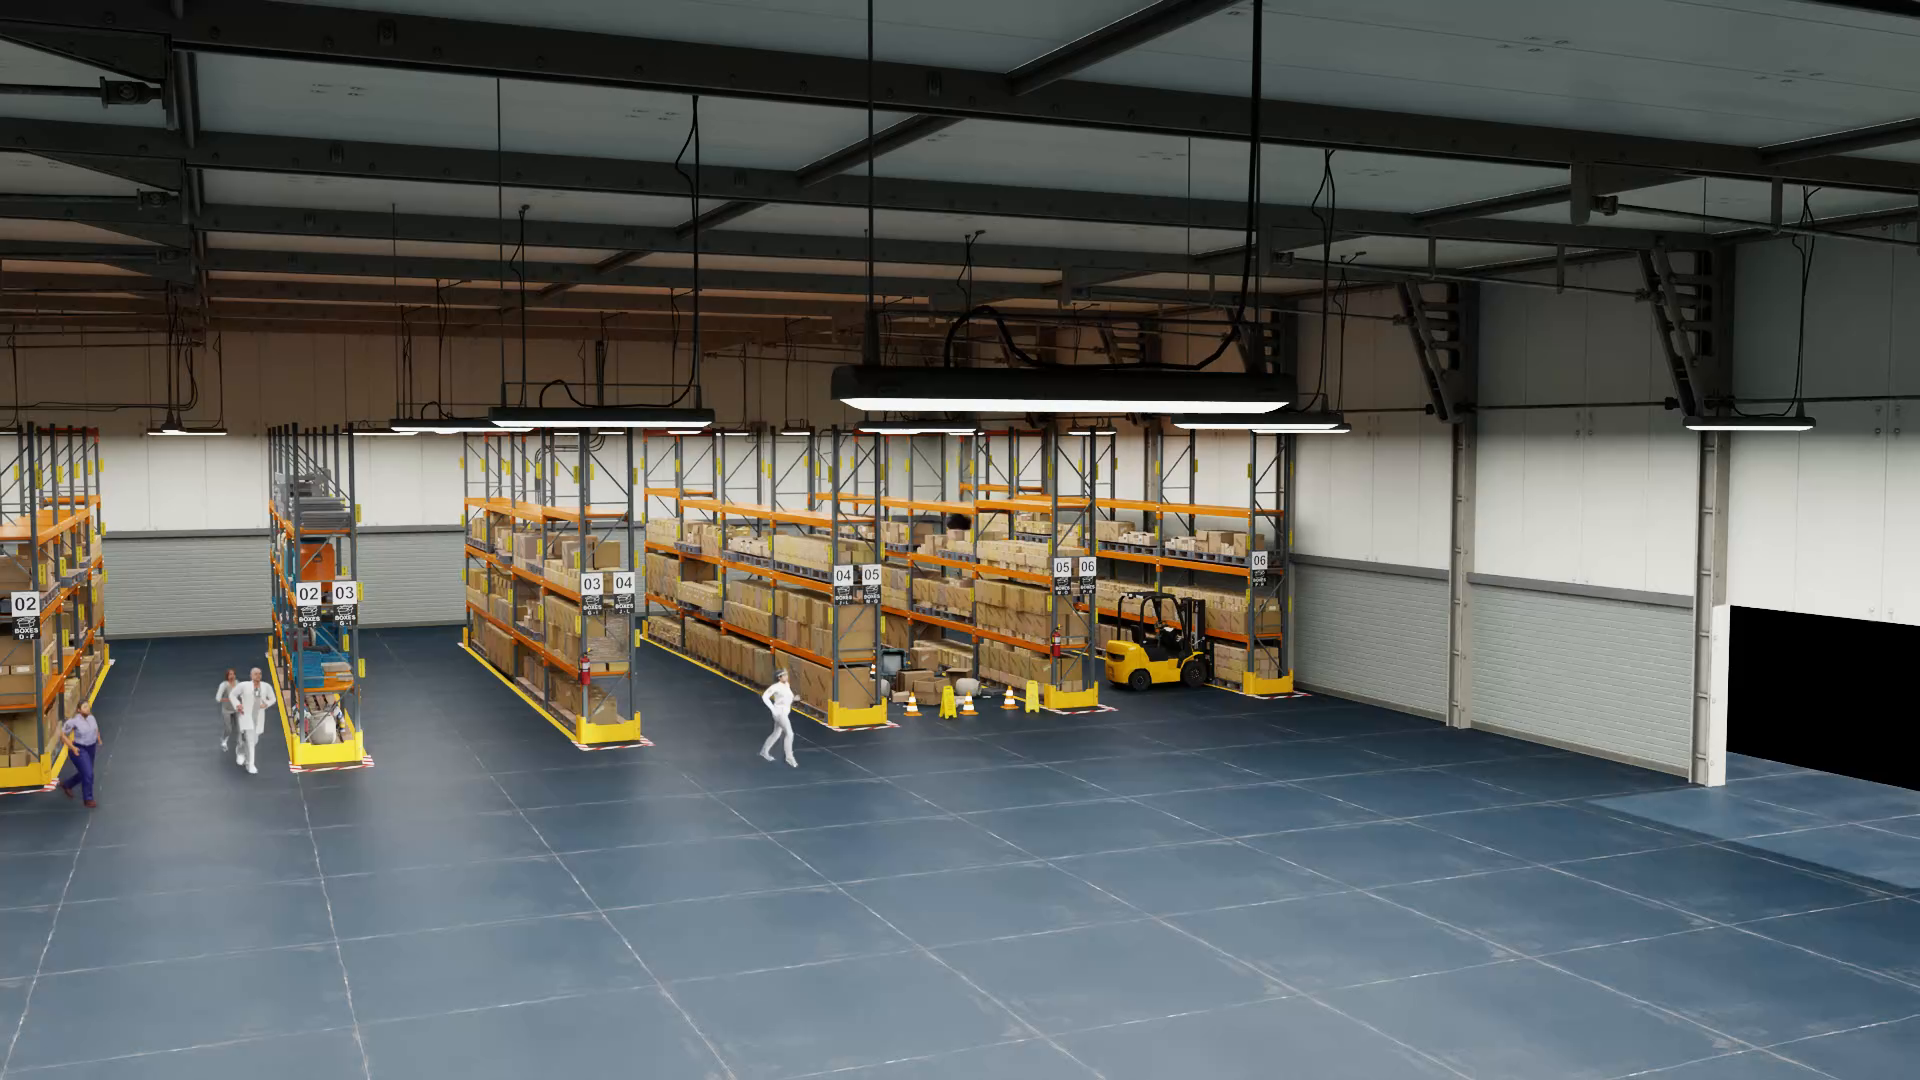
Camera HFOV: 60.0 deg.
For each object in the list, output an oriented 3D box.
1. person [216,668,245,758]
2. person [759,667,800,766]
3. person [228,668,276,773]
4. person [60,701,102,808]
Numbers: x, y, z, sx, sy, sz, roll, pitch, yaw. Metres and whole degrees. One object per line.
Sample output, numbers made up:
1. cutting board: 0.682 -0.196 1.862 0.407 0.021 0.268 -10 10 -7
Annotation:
1. person: -13.028 3.081 29.760 0.540 1.580 0.874 -3 5 -41
2. person: -3.167 3.098 29.242 0.776 1.754 0.584 1 4 16
3. person: -12.271 3.105 28.877 0.744 1.781 0.932 -3 5 -42
4. person: -13.730 3.326 25.940 0.804 1.660 0.605 1 4 15
